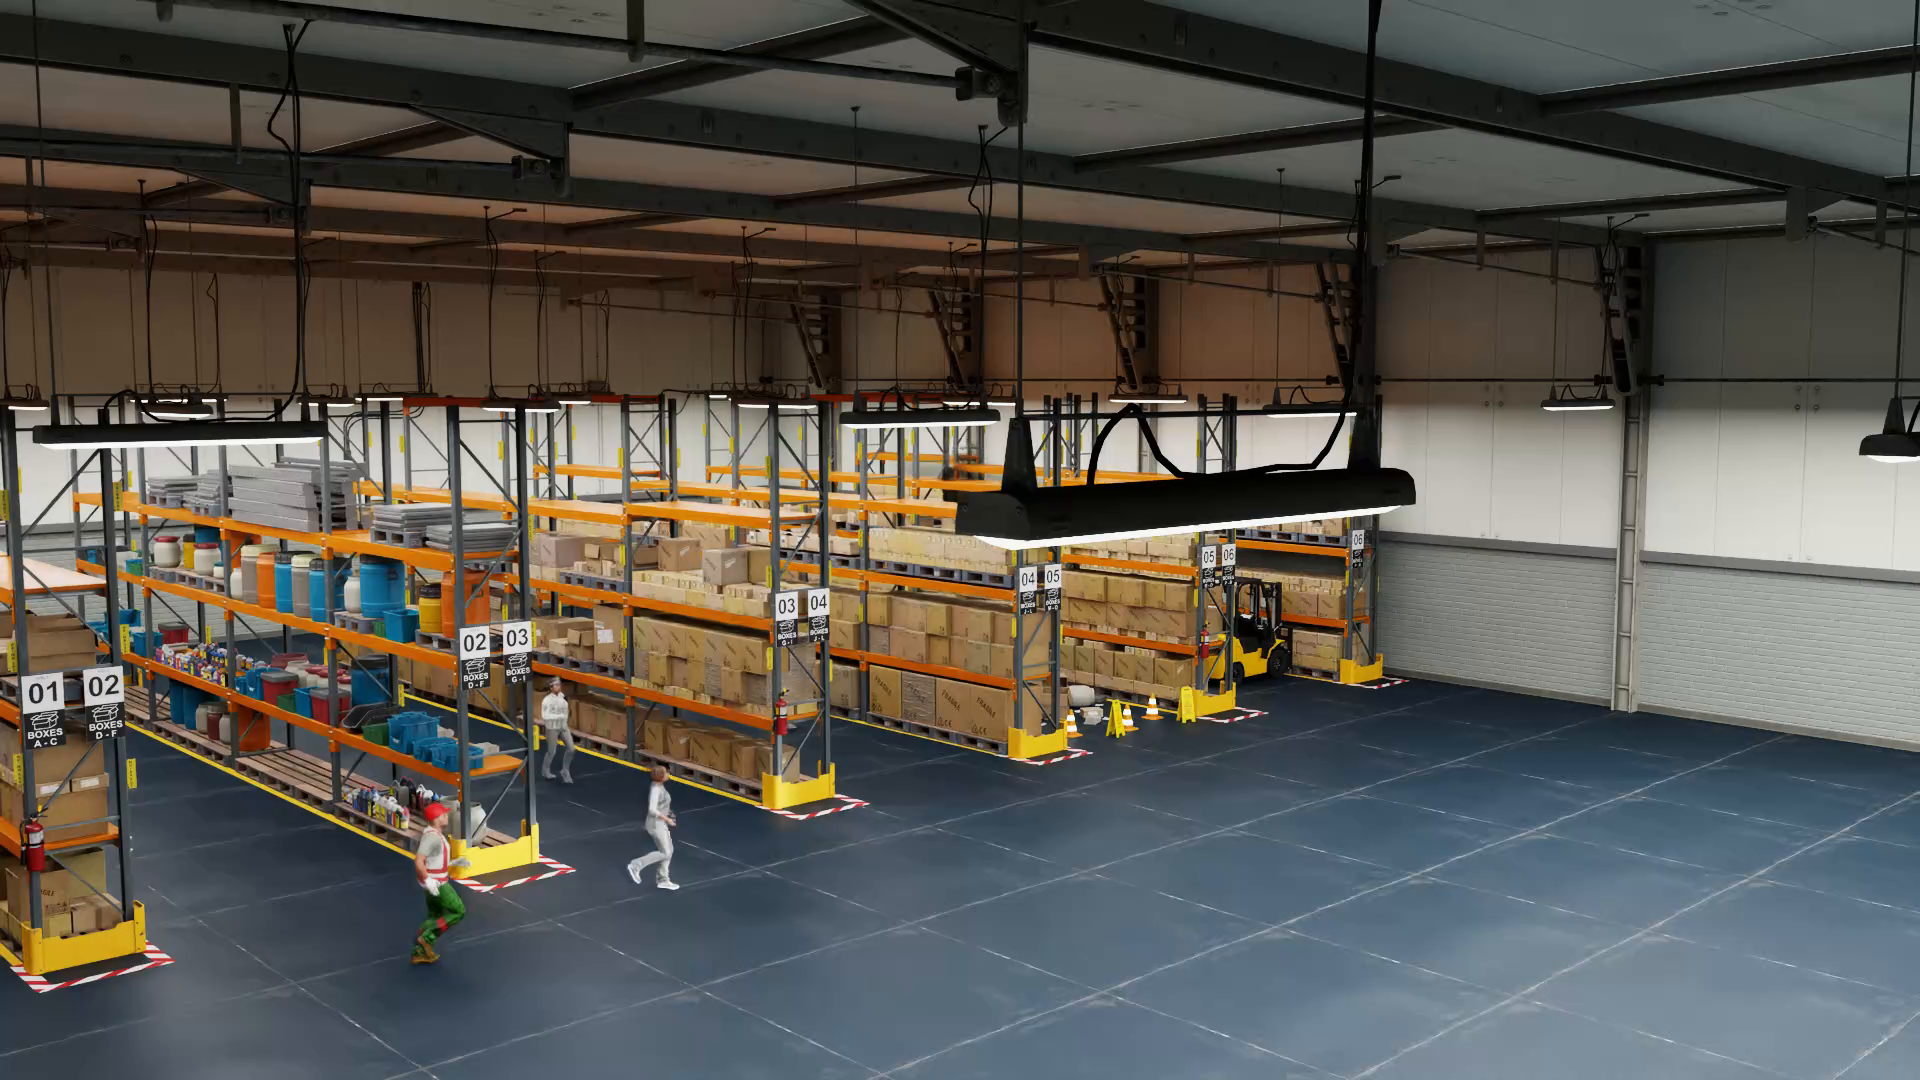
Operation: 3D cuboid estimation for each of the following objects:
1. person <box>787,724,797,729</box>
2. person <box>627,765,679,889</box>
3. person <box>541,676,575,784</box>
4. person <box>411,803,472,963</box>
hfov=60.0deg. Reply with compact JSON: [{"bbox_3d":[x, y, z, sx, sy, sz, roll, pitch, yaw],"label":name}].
[{"bbox_3d":[-3.263,2.590,30.284,0.804,1.634,0.620,4,7,38],"label":"person"},{"bbox_3d":[-3.817,3.571,20.644,0.630,1.581,0.539,-1,6,-11],"label":"person"},{"bbox_3d":[-6.310,2.983,26.048,0.726,1.740,0.590,4,7,39],"label":"person"},{"bbox_3d":[-5.631,3.710,18.036,0.674,1.734,0.658,-2,6,-21],"label":"person"}]
